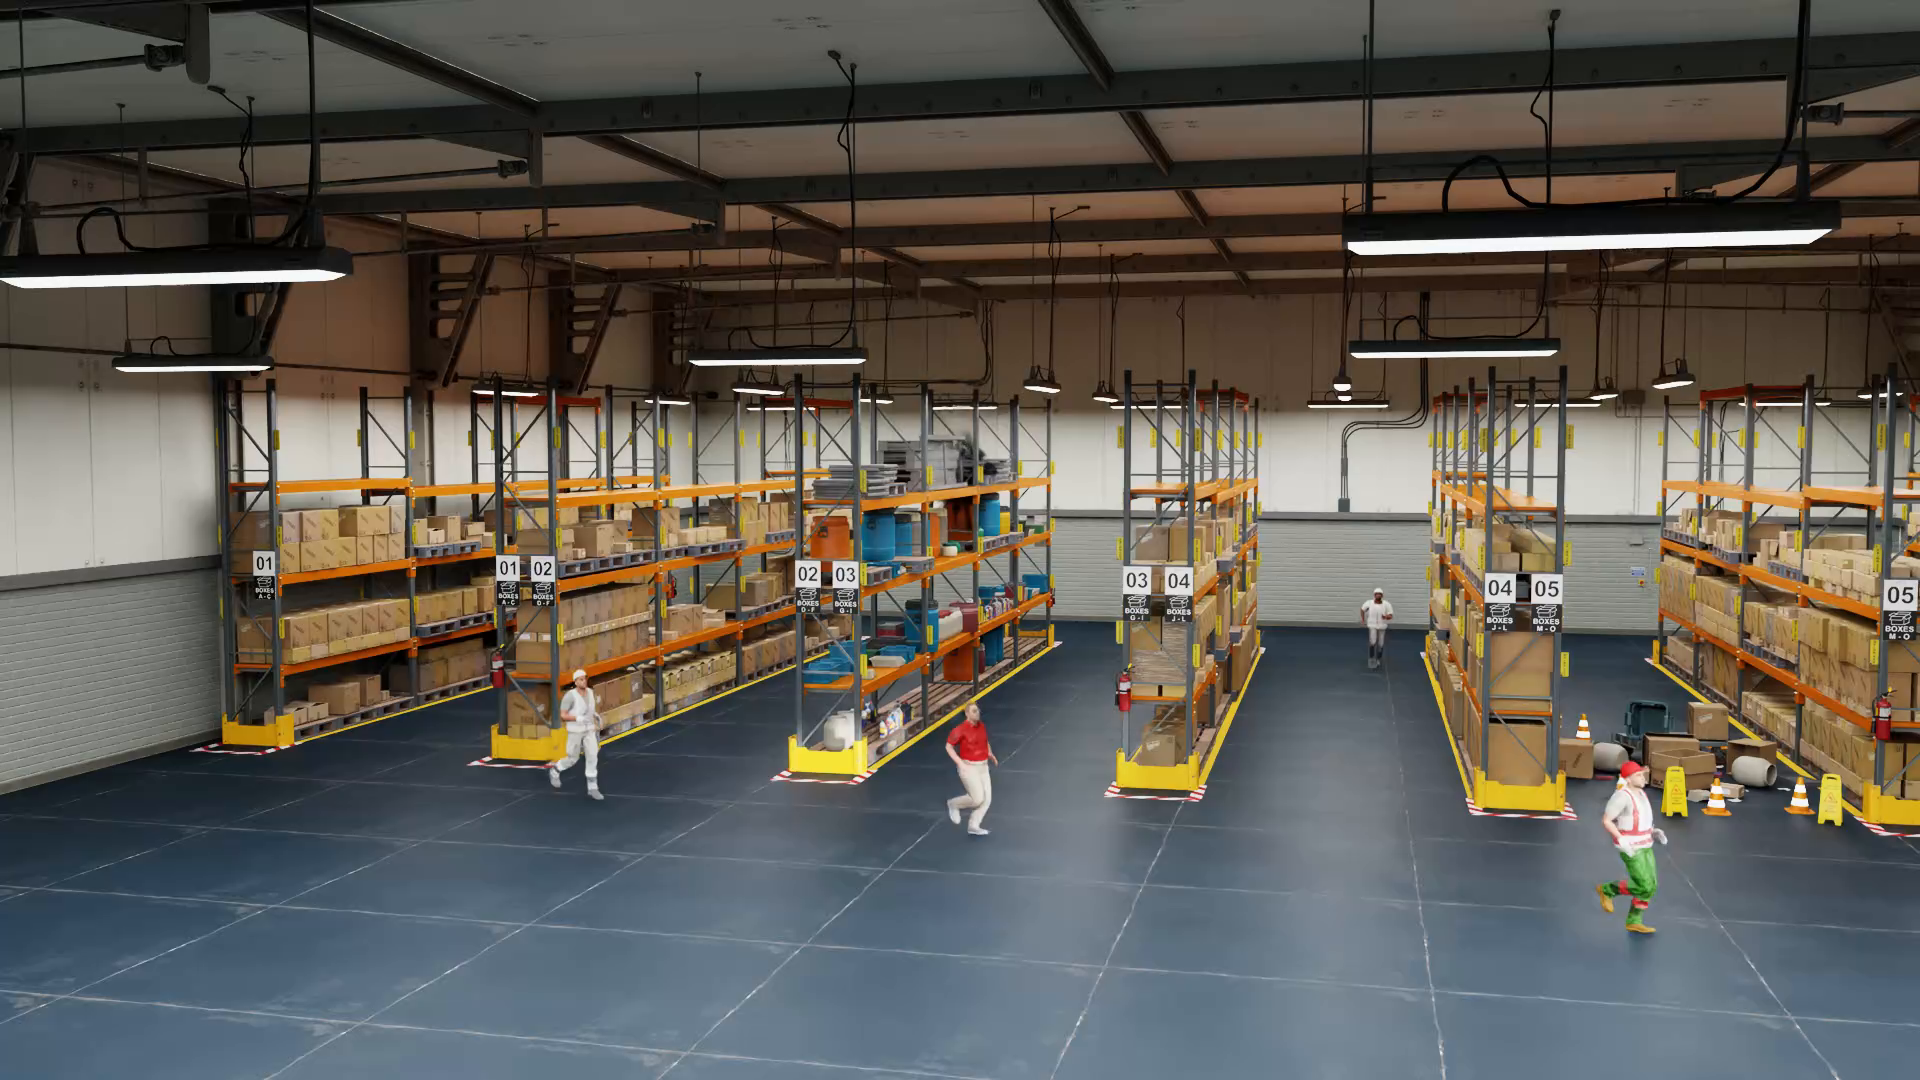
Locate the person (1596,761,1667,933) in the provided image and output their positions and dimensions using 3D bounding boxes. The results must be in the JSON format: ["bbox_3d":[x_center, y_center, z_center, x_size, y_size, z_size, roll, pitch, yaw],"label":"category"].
[{"bbox_3d":[6.857,3.125,16.988,0.672,1.741,0.592,-3,4,-39],"label":"person"}]

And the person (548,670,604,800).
[{"bbox_3d":[-5.358,2.705,23.360,0.993,1.791,0.669,3,5,41],"label":"person"}]

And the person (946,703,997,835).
[{"bbox_3d":[0.167,2.904,21.113,0.591,1.672,0.678,3,5,45],"label":"person"}]

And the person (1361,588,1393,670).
[{"bbox_3d":[9.128,1.942,36.383,0.671,1.792,0.723,1,3,8],"label":"person"}]
